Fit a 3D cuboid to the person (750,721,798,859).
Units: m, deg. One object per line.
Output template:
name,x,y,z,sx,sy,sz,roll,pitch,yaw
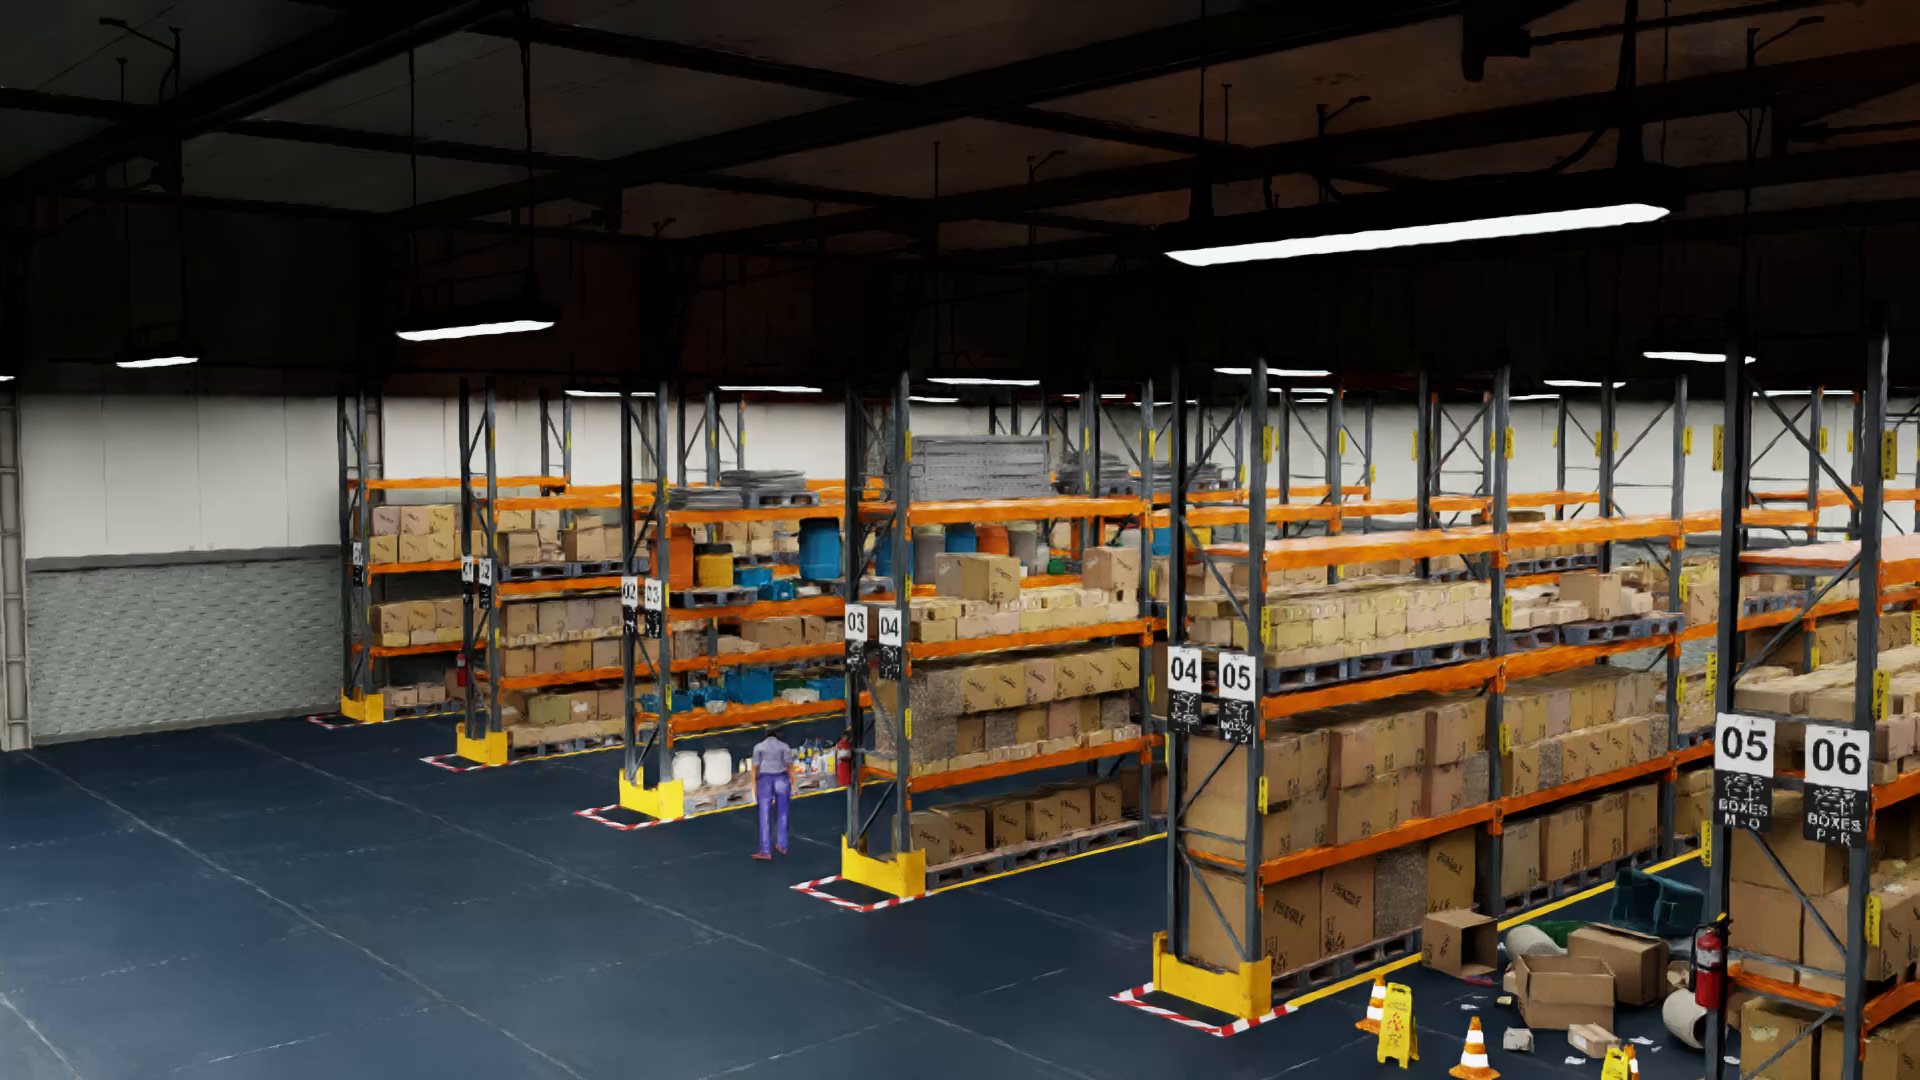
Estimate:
person,-2.273,3.005,20.200,0.611,1.641,0.567,-1,4,-18
